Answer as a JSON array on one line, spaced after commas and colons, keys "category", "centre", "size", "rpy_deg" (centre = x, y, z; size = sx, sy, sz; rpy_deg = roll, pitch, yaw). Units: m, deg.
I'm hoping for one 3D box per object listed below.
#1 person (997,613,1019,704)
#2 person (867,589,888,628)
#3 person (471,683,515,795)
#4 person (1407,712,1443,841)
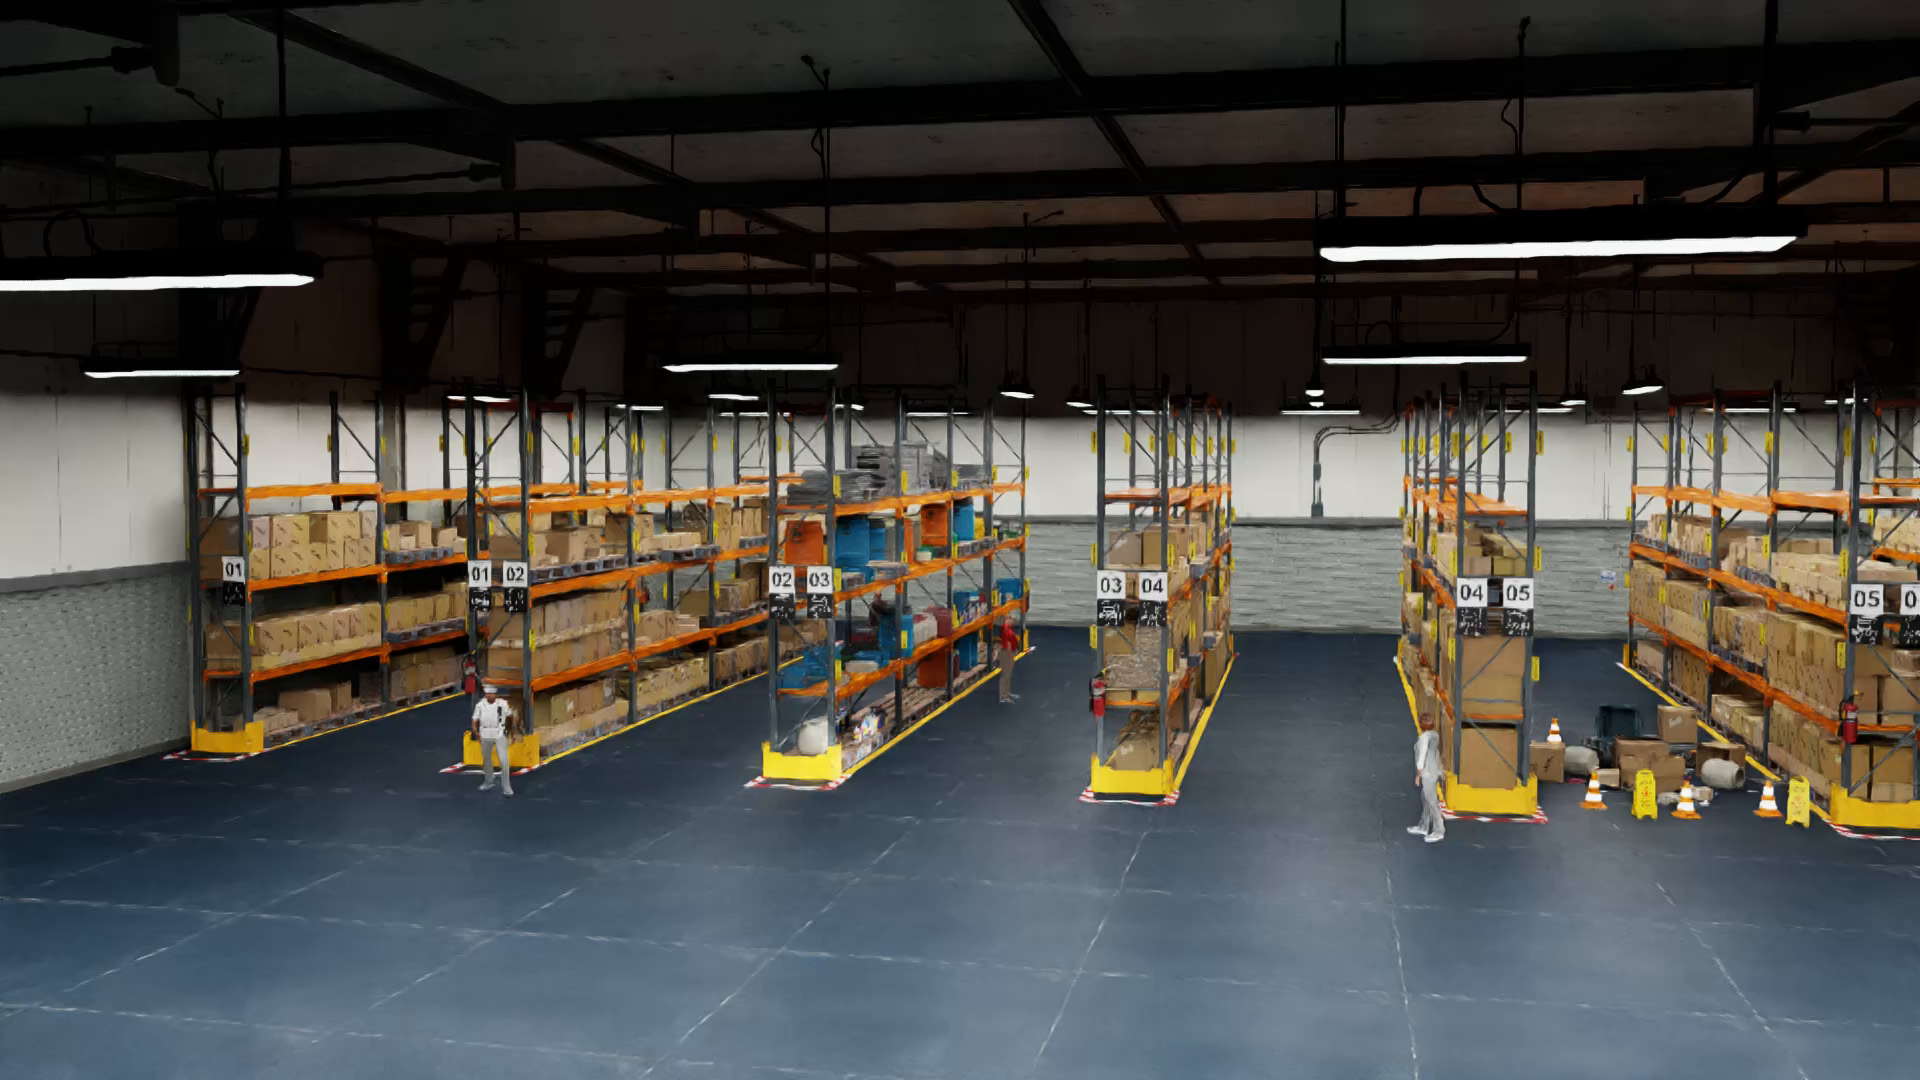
[{"category": "person", "centre": [0.963, 2.274, 32.327], "size": [0.476, 1.738, 0.625], "rpy_deg": [-1, 3, -11]}, {"category": "person", "centre": [-1.852, 1.967, 37.270], "size": [0.651, 1.773, 0.678], "rpy_deg": [2, 4, 32]}, {"category": "person", "centre": [-6.672, 2.825, 23.886], "size": [0.621, 1.602, 0.828], "rpy_deg": [0, 3, -4]}, {"category": "person", "centre": [5.924, 3.034, 21.158], "size": [0.525, 1.481, 0.539], "rpy_deg": [2, 4, 32]}]
